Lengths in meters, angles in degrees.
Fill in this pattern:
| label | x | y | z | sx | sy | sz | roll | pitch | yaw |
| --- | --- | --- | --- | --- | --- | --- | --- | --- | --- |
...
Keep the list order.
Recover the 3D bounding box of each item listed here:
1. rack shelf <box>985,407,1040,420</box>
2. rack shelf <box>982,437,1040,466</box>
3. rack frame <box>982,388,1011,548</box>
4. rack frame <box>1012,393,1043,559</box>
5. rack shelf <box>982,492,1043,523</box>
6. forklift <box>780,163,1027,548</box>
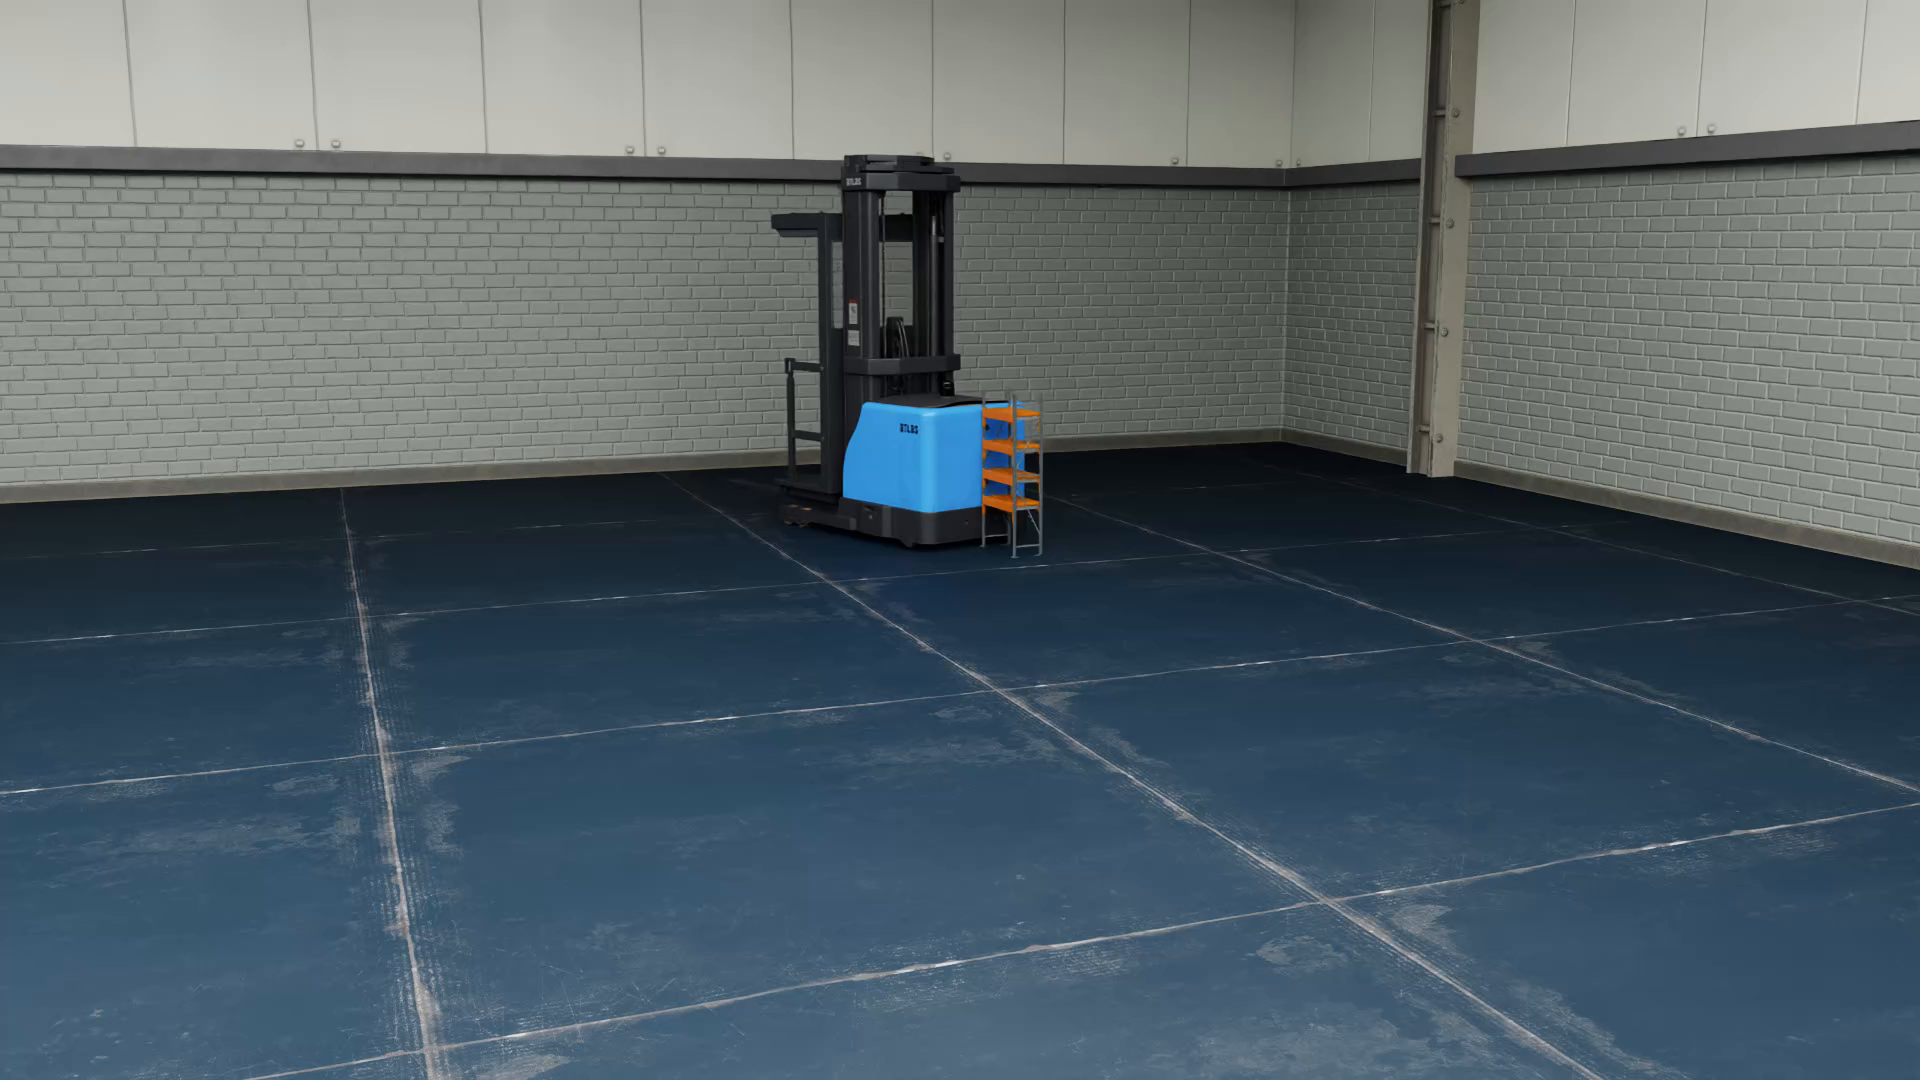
| label | x | y | z | sx | sy | sz | roll | pitch | yaw |
| --- | --- | --- | --- | --- | --- | --- | --- | --- | --- |
| rack shelf | 0.385 | -0.929 | 12.252 | 0.221 | 0.050 | 0.457 | -5 | 11 | -26 |
| rack shelf | 0.385 | -0.658 | 12.301 | 0.258 | 0.148 | 0.480 | -5 | 11 | -26 |
| rack frame | 0.275 | -0.542 | 12.543 | 0.240 | 1.200 | 0.015 | -5 | 11 | -26 |
| rack frame | 0.495 | -0.466 | 12.113 | 0.240 | 1.200 | 0.015 | -5 | 11 | -26 |
| rack shelf | 0.385 | -0.242 | 12.375 | 0.258 | 0.148 | 0.480 | -5 | 11 | -26 |
| forklift | -0.466 | -1.486 | 13.086 | 1.129 | 2.867 | 1.939 | -8 | 13 | -40 |
